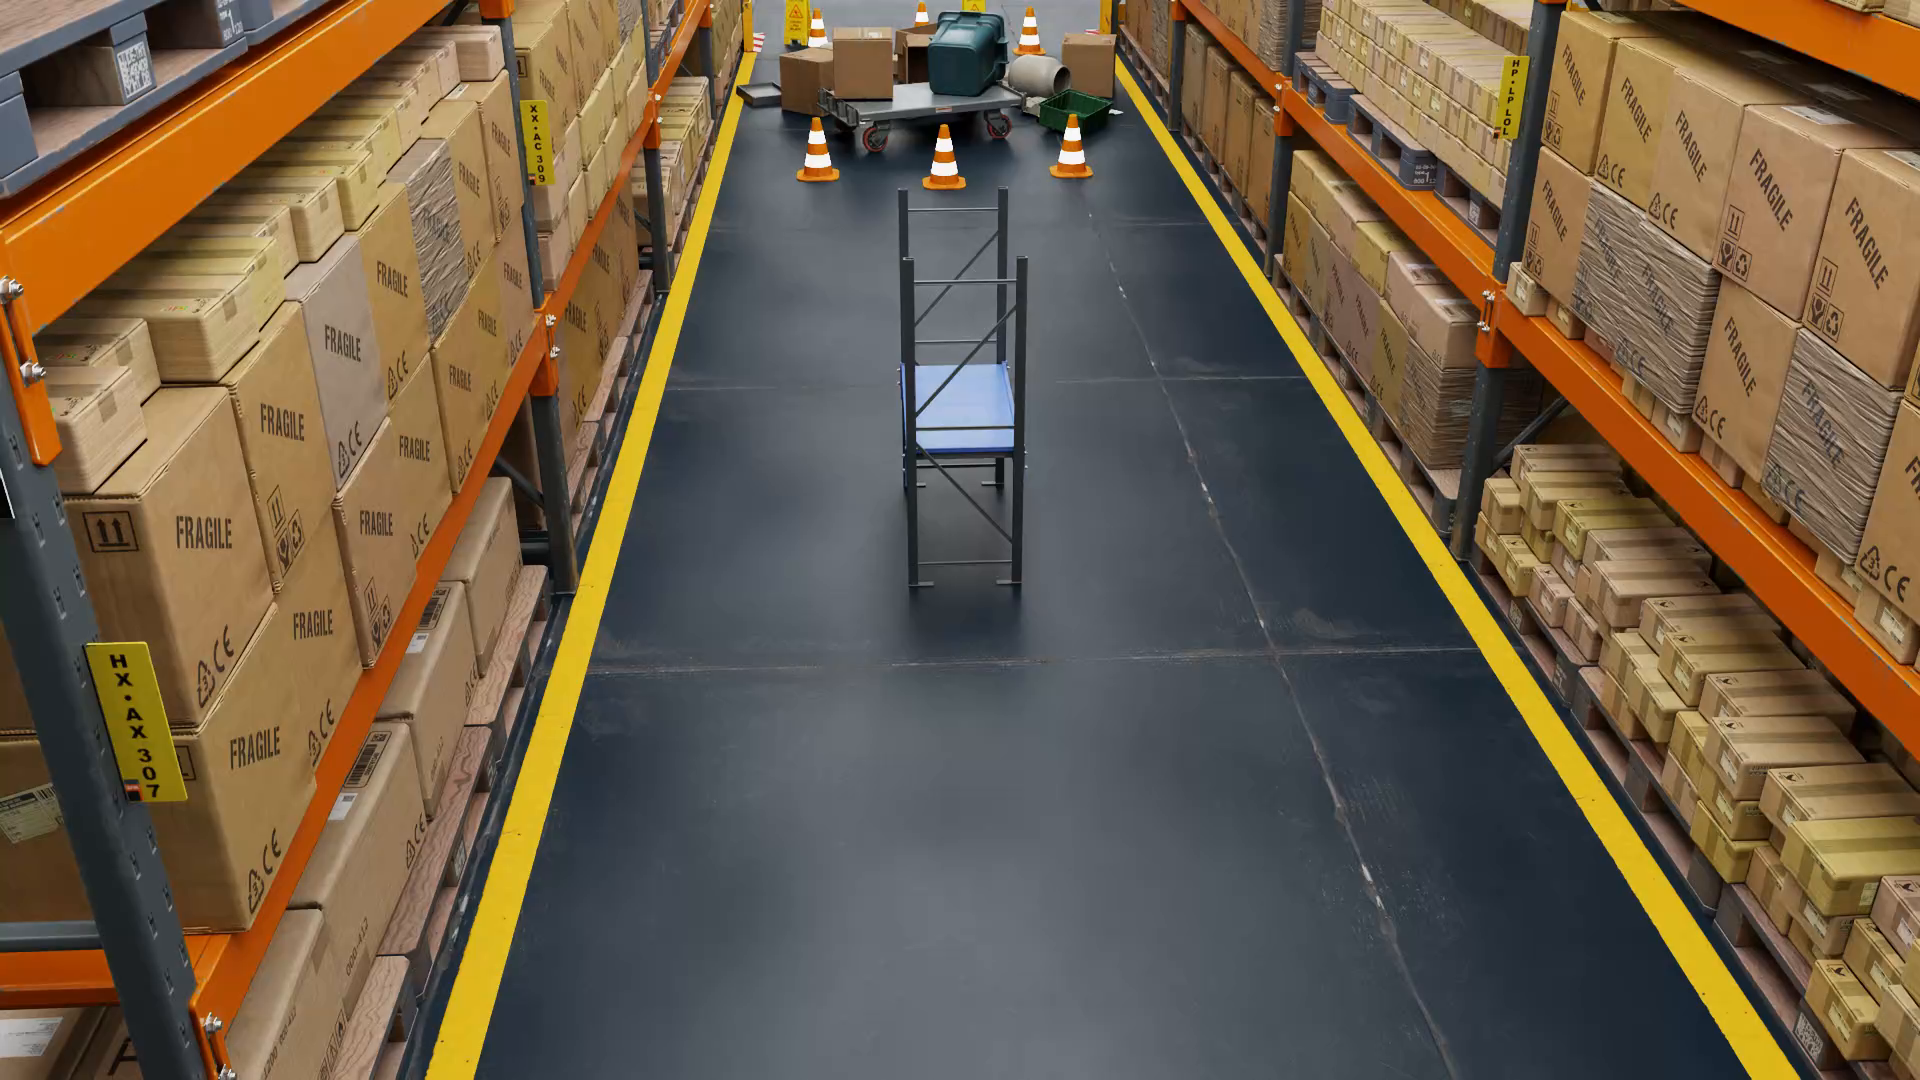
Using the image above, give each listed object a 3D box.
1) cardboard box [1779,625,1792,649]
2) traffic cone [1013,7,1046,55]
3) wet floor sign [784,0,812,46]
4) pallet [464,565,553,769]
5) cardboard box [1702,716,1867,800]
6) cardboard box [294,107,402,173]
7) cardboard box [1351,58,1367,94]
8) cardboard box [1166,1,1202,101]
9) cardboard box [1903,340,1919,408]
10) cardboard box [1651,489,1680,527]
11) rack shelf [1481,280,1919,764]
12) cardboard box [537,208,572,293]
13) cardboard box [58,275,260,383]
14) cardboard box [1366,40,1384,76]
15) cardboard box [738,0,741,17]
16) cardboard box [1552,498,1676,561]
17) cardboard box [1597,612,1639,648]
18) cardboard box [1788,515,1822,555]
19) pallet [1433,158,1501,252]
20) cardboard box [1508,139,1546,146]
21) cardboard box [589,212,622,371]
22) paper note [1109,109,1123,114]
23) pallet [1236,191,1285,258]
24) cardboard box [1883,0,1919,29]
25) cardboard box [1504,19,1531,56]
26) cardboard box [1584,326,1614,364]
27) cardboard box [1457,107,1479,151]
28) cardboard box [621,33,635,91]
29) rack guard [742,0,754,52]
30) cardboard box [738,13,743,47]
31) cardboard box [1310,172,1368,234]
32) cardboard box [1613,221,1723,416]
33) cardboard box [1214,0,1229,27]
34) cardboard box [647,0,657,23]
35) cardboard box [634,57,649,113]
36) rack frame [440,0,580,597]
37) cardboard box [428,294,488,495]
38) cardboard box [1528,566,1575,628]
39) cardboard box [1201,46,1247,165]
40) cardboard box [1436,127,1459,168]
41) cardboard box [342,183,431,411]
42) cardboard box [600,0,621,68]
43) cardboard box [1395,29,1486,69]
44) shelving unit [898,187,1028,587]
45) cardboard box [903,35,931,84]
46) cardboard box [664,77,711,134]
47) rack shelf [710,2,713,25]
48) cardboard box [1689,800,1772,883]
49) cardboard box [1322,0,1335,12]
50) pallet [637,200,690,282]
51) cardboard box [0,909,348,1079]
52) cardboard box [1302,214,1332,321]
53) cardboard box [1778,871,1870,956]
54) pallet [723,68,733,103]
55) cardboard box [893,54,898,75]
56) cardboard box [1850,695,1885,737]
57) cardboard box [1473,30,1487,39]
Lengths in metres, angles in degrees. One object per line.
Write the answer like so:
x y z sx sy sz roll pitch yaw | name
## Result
3.087 0.426 5.997 0.380 0.149 0.250 -3 28 -5 | cardboard box
0.736 -5.403 17.609 0.336 0.463 0.334 -1 28 -3 | traffic cone
-1.753 -5.711 18.002 0.267 0.644 0.232 8 29 15 | wet floor sign
-2.223 0.490 6.582 1.003 0.211 1.213 -1 28 -3 | pallet
2.565 0.680 5.189 0.380 0.149 0.250 0 28 -1 | cardboard box
-1.847 -1.148 4.817 0.380 0.149 0.250 -2 28 -4 | cardboard box
2.410 -2.603 9.315 0.380 0.149 0.250 0 28 0 | cardboard box
2.372 -4.496 14.971 0.875 0.875 0.875 -1 28 -2 | cardboard box
2.663 -0.477 3.910 0.500 0.500 0.500 -2 28 -4 | cardboard box
3.085 -0.176 6.830 0.380 0.149 0.250 -1 28 -2 | cardboard box
2.858 -0.023 5.328 1.077 0.370 4.000 -1 28 -3 | rack shelf
-1.944 -1.242 7.051 0.500 0.250 0.500 -2 28 -4 | cardboard box
-1.702 -0.440 3.460 0.380 0.149 0.250 -1 28 -1 | cardboard box
2.428 -2.612 9.009 0.380 0.149 0.250 -1 28 -3 | cardboard box
-2.509 -5.577 16.908 0.500 0.500 0.500 -1 28 -2 | cardboard box
2.582 -0.043 6.575 0.380 0.149 0.250 -2 28 -3 | cardboard box
2.606 0.334 6.173 0.380 0.149 0.250 0 28 0 | cardboard box
2.683 -0.048 4.870 0.380 0.149 0.250 -3 28 -5 | cardboard box
2.859 -1.537 7.661 1.003 0.211 1.213 -1 28 -3 | pallet
2.537 -1.785 7.103 0.380 0.149 0.250 0 28 0 | cardboard box
-2.398 -1.458 9.145 0.875 0.875 0.875 -1 28 -2 | cardboard box
1.396 -3.933 15.256 0.147 0.020 0.142 -23 35 -37 | paper note
2.578 -2.242 11.821 1.003 0.211 1.213 -1 28 -3 | pallet
2.628 -1.350 4.014 0.500 0.250 0.500 0 28 0 | cardboard box
3.093 -2.639 8.740 0.380 0.149 0.250 0 28 0 | cardboard box
2.595 -0.776 6.266 0.380 0.149 0.250 -3 28 -5 | cardboard box
2.510 -1.888 7.621 0.380 0.149 0.250 0 28 0 | cardboard box
-2.084 -2.648 9.204 0.500 0.250 0.500 -2 28 -4 | cardboard box
-2.807 -5.498 17.750 1.175 0.500 0.348 -1 28 -3 | rack guard
-2.499 -5.230 17.054 0.500 0.250 0.500 -2 28 -3 | cardboard box
2.365 -1.965 9.711 0.500 0.250 0.500 -2 28 -3 | cardboard box
2.551 -0.745 5.505 0.500 0.500 0.500 -2 28 -4 | cardboard box
2.171 -4.057 12.176 0.500 0.500 0.500 -1 28 -2 | cardboard box
-2.186 -3.522 10.376 0.500 0.500 0.500 -2 28 -4 | cardboard box
-2.108 -2.653 9.755 0.500 0.250 0.500 -2 28 -4 | cardboard box
-2.185 -1.099 6.614 1.000 3.000 0.127 -1 28 -3 | rack frame
-1.832 -0.466 5.293 0.500 0.500 0.500 -2 28 -3 | cardboard box
2.530 0.225 6.704 0.380 0.149 0.250 -2 28 -3 | cardboard box
2.504 -3.419 13.040 1.050 0.750 0.750 -1 28 -3 | cardboard box
2.497 -1.870 7.909 0.380 0.149 0.250 -3 28 -5 | cardboard box
-1.812 -0.675 4.611 0.500 0.500 0.500 -1 28 -2 | cardboard box
-2.051 -2.736 8.562 0.500 0.500 0.500 -1 28 -3 | cardboard box
2.454 -2.511 8.495 0.380 0.149 0.250 -2 28 -3 | cardboard box
-0.004 -0.704 7.479 0.538 1.500 1.048 -1 28 -3 | shelving unit
-0.134 -4.413 15.520 0.797 0.637 0.503 -1 28 -3 | cardboard box
-2.573 -3.573 13.744 0.950 0.372 0.625 -1 28 -2 | cardboard box
-2.707 -5.399 15.635 1.077 0.370 4.000 -1 28 -3 | rack shelf
2.582 0.951 5.312 0.380 0.149 0.250 -3 28 -5 | cardboard box
2.375 -3.231 9.876 0.380 0.149 0.250 -1 28 -3 | cardboard box
-2.433 -2.071 11.493 1.003 0.211 1.213 -1 28 -3 | pallet
-2.110 1.395 4.148 0.875 0.438 0.875 -2 28 -4 | cardboard box
2.356 -1.626 9.873 0.500 0.500 0.500 -1 28 -2 | cardboard box
2.621 1.051 4.799 0.380 0.149 0.250 -2 28 -5 | cardboard box
-2.740 -4.432 16.019 1.003 0.211 1.213 -1 28 -3 | pallet
-0.726 -4.821 16.832 0.380 0.149 0.250 13 30 24 | cardboard box
3.185 0.538 5.460 0.380 0.149 0.250 -1 28 -2 | cardboard box
3.069 -2.742 9.260 0.380 0.149 0.250 -1 28 -3 | cardboard box
